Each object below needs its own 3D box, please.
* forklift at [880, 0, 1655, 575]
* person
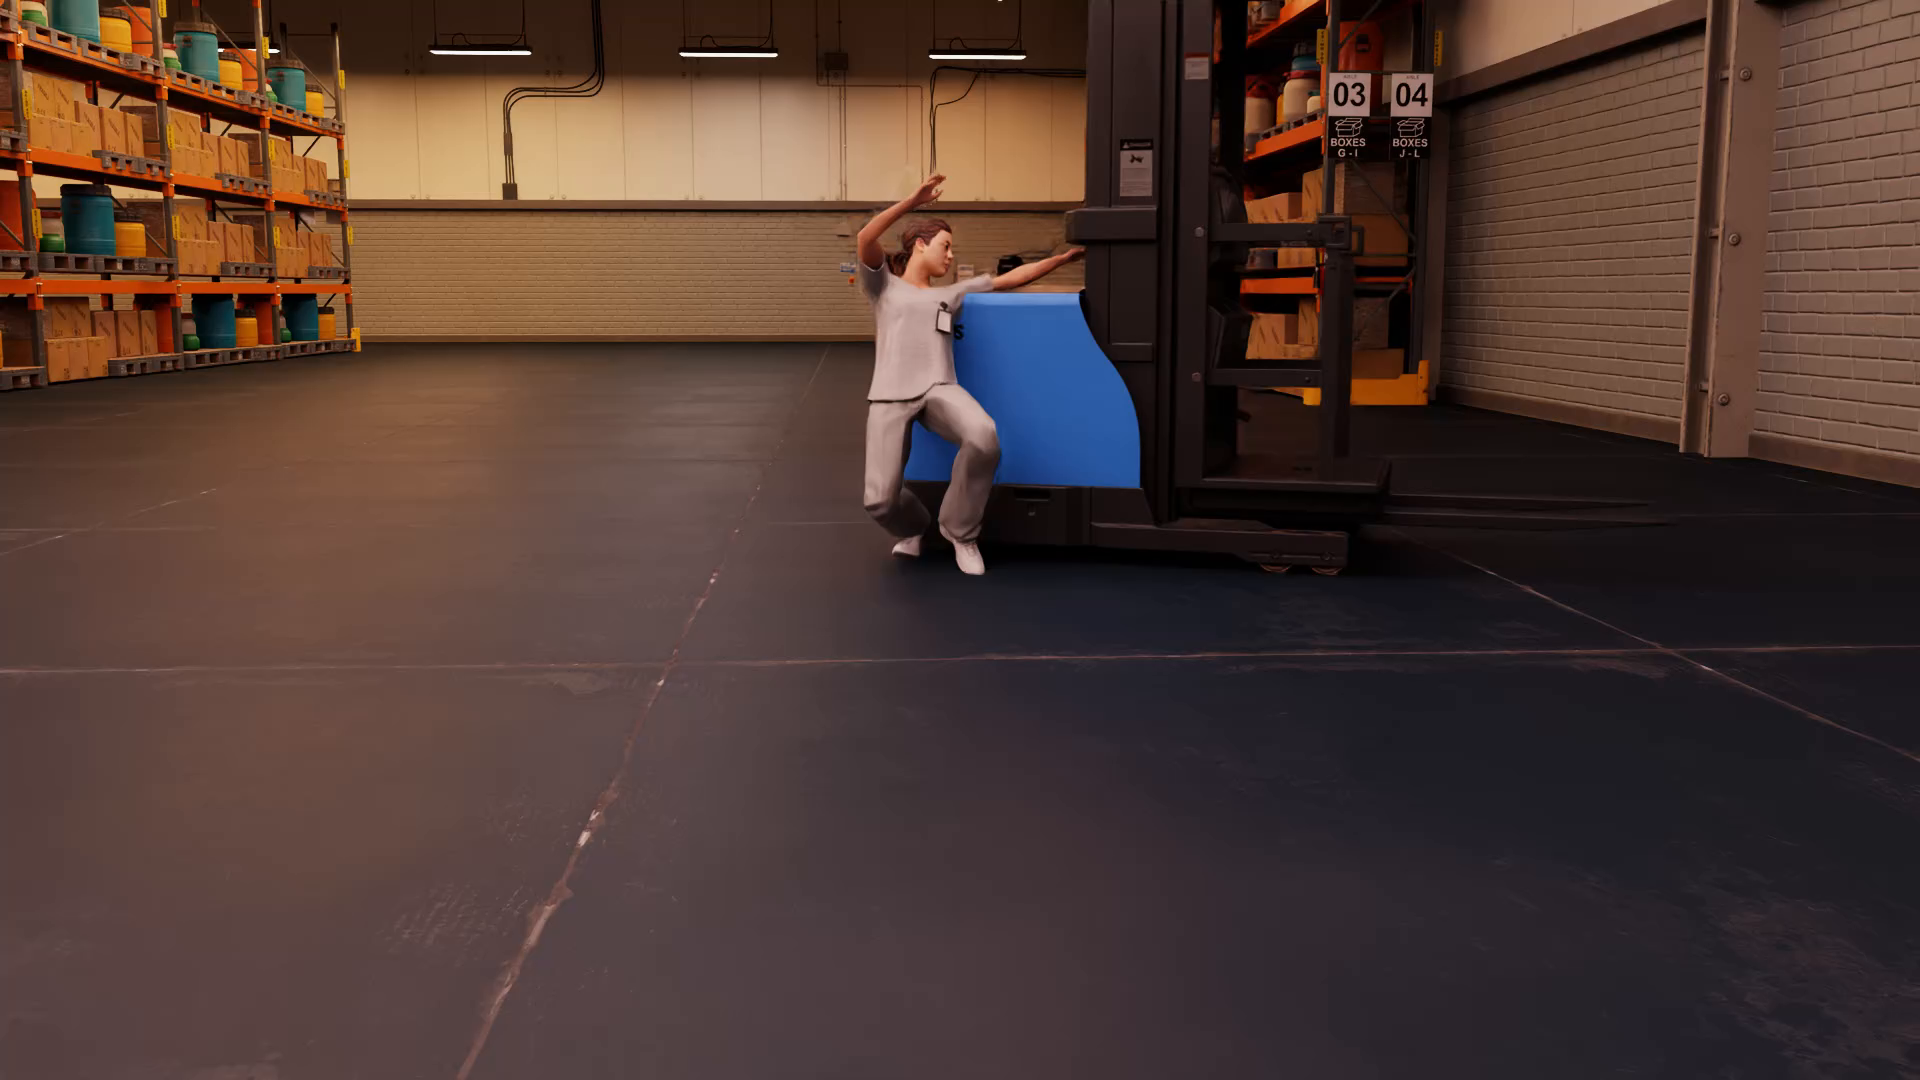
[{"bbox_3d":[1.241,-1.403,6.778,3.031,2.935,1.130,2,9,16],"label":"forklift"},{"bbox_3d":[0.101,-0.580,6.476,0.970,1.422,0.869,-2,9,-11],"label":"person"}]
